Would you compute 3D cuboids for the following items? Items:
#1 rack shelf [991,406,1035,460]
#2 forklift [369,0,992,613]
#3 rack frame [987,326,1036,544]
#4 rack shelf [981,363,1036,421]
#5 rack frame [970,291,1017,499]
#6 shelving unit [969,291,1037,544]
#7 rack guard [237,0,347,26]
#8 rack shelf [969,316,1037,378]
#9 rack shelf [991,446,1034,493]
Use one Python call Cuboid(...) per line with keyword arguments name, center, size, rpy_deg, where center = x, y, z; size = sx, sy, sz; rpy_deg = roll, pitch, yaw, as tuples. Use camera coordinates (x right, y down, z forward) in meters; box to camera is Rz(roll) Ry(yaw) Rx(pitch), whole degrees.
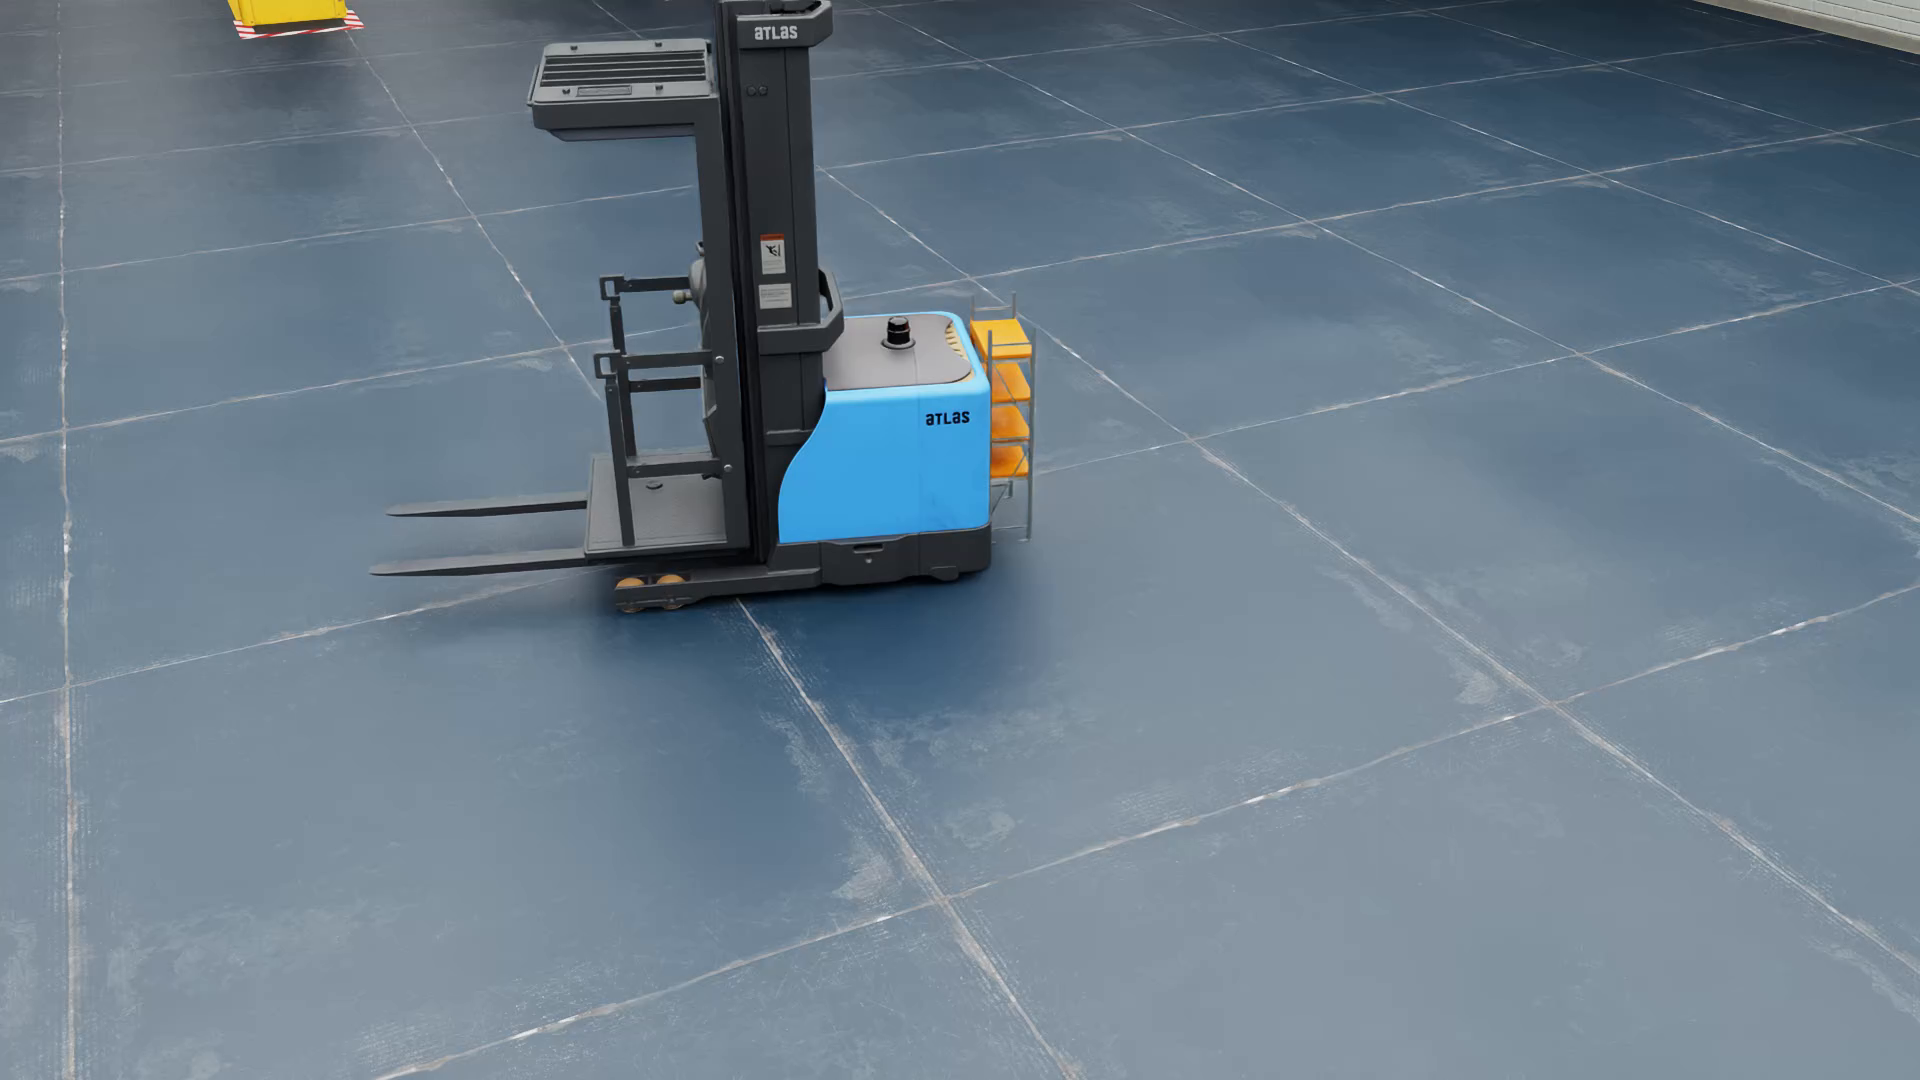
Cuboid(name="rack shelf", center=(0.214, -0.571, 8.679), size=(0.258, 0.148, 0.480), rpy_deg=(-5, 30, -8))
Cuboid(name="forklift", center=(-1.406, -1.202, 7.897), size=(3.031, 2.935, 1.130), rpy_deg=(-5, 30, -8))
Cuboid(name="rack frame", center=(0.255, -0.512, 8.437), size=(0.240, 1.200, 0.015), rpy_deg=(-5, 30, -8))
Cuboid(name="rack shelf", center=(0.214, -0.766, 8.570), size=(0.258, 0.148, 0.480), rpy_deg=(-5, 30, -8))
Cuboid(name="rack frame", center=(0.173, -0.747, 8.856), size=(0.240, 1.200, 0.015), rpy_deg=(-5, 30, -8))
Cuboid(name="shelving unit", center=(0.214, -0.630, 8.647), size=(0.258, 1.200, 0.503), rpy_deg=(-5, 30, -8))
Cuboid(name="rack guard", center=(-7.934, -6.433, 19.711), size=(1.175, 0.500, 0.348), rpy_deg=(-13, 32, -22))
Cuboid(name="rack shelf", center=(0.214, -0.973, 8.454), size=(0.258, 0.148, 0.480), rpy_deg=(-5, 30, -8))
Cuboid(name="rack shelf", center=(0.214, -0.398, 8.777), size=(0.258, 0.148, 0.480), rpy_deg=(-5, 30, -8))
